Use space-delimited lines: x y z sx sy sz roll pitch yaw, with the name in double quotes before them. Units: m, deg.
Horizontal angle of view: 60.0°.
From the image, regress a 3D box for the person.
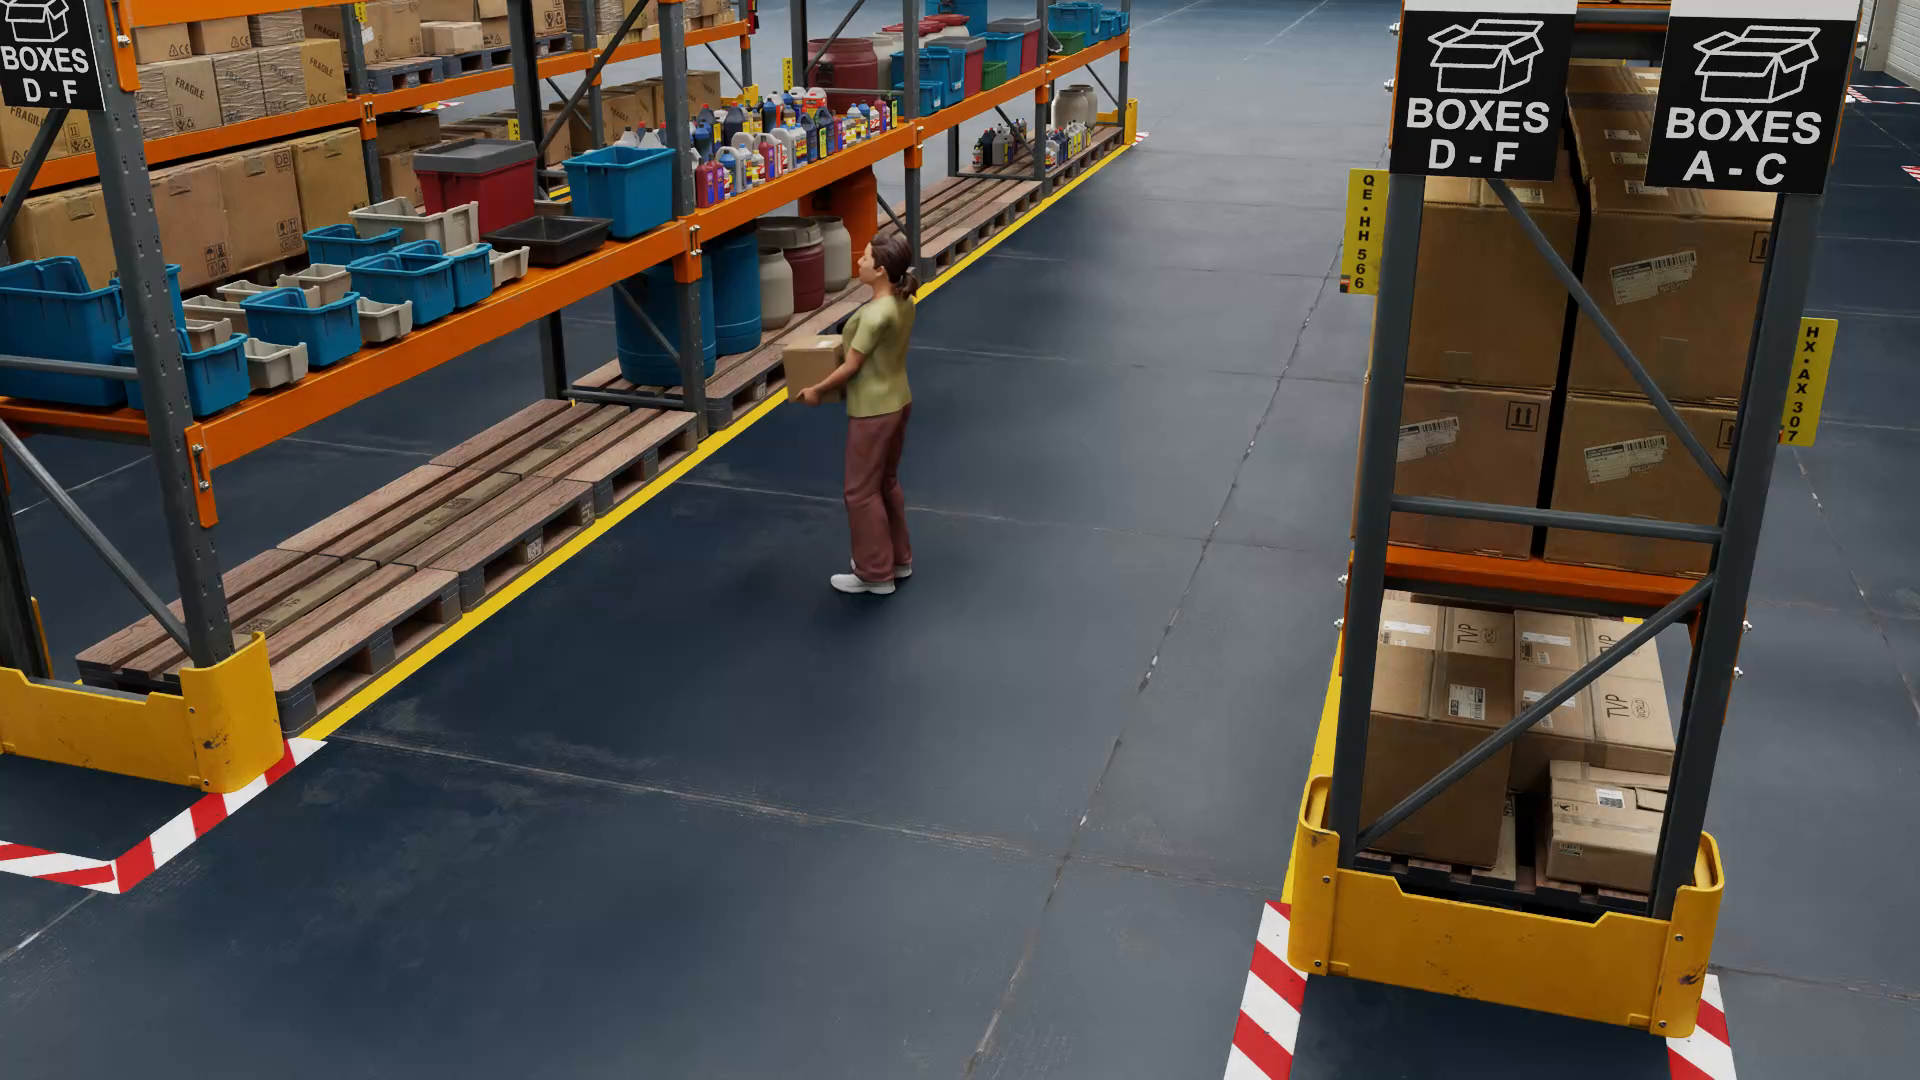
"person" -0.438 -0.575 7.526 0.552 1.662 0.428 7 23 16
